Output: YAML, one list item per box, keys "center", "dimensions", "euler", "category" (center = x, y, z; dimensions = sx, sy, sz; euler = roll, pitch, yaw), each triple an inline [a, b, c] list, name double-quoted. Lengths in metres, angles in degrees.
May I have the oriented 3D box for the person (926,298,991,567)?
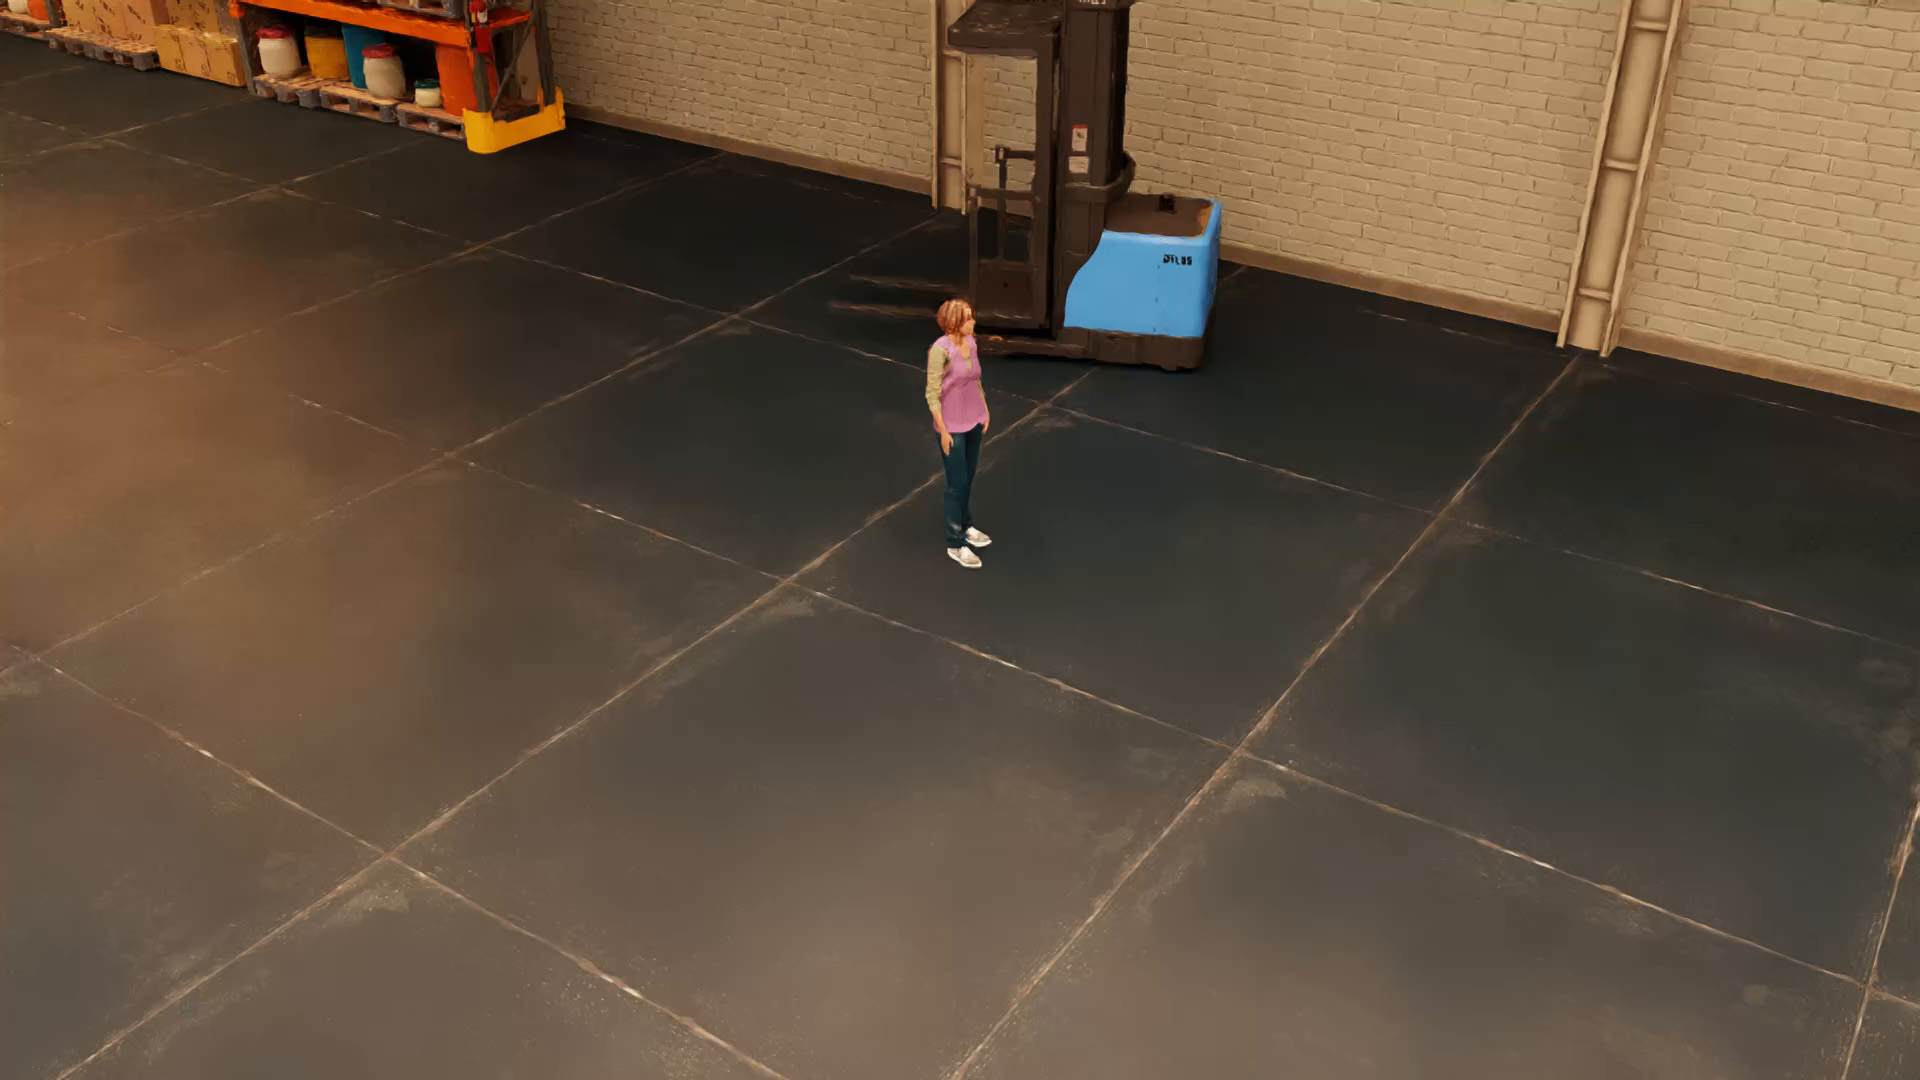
- center: [0.054, -0.670, 10.050]
  dimensions: [0.474, 1.597, 0.520]
  euler: [19, 35, 29]
  category: "person"

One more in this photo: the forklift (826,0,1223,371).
- center: [0.479, -2.940, 12.644]
  dimensions: [3.031, 2.935, 1.130]
  euler: [7, 31, 12]
  category: "forklift"
